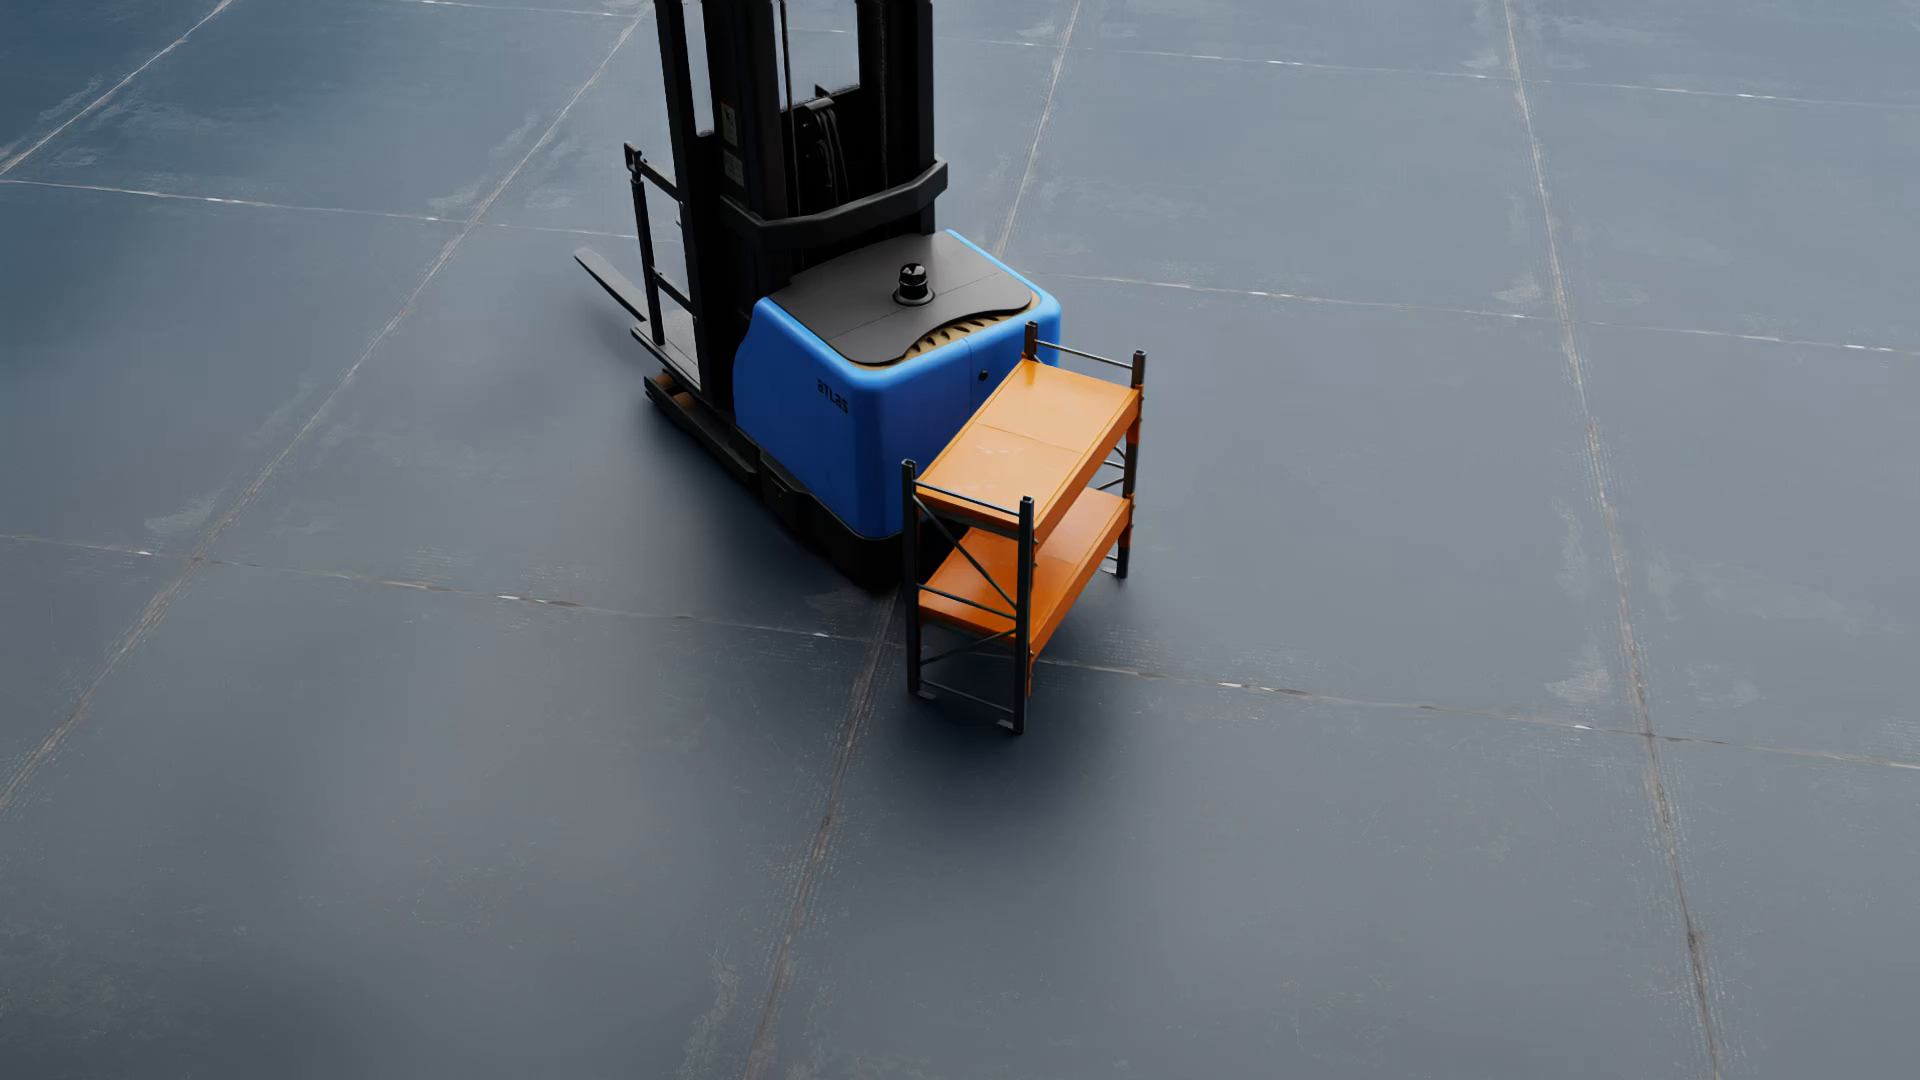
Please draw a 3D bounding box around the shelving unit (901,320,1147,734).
[{"bbox_3d":[0.254,-0.060,6.440,0.538,1.125,1.048,18,43,20],"label":"shelving unit"}]

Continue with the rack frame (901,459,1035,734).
[{"bbox_3d":[0.024,0.229,6.091,0.500,1.125,0.032,18,43,20],"label":"rack frame"}]

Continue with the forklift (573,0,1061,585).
[{"bbox_3d":[-0.857,-1.833,7.166,1.130,2.935,3.031,-26,46,-28],"label":"forklift"}]

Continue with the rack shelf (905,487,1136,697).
[{"bbox_3d":[0.254,0.128,6.596,0.538,0.278,1.000,18,43,20],"label":"rack shelf"}]

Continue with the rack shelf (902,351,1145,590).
[{"bbox_3d":[0.254,-0.286,6.254,0.538,0.278,1.000,18,43,20],"label":"rack shelf"}]

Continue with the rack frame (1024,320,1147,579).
[{"bbox_3d":[0.484,-0.349,6.789,0.500,1.125,0.032,18,43,20],"label":"rack frame"}]
